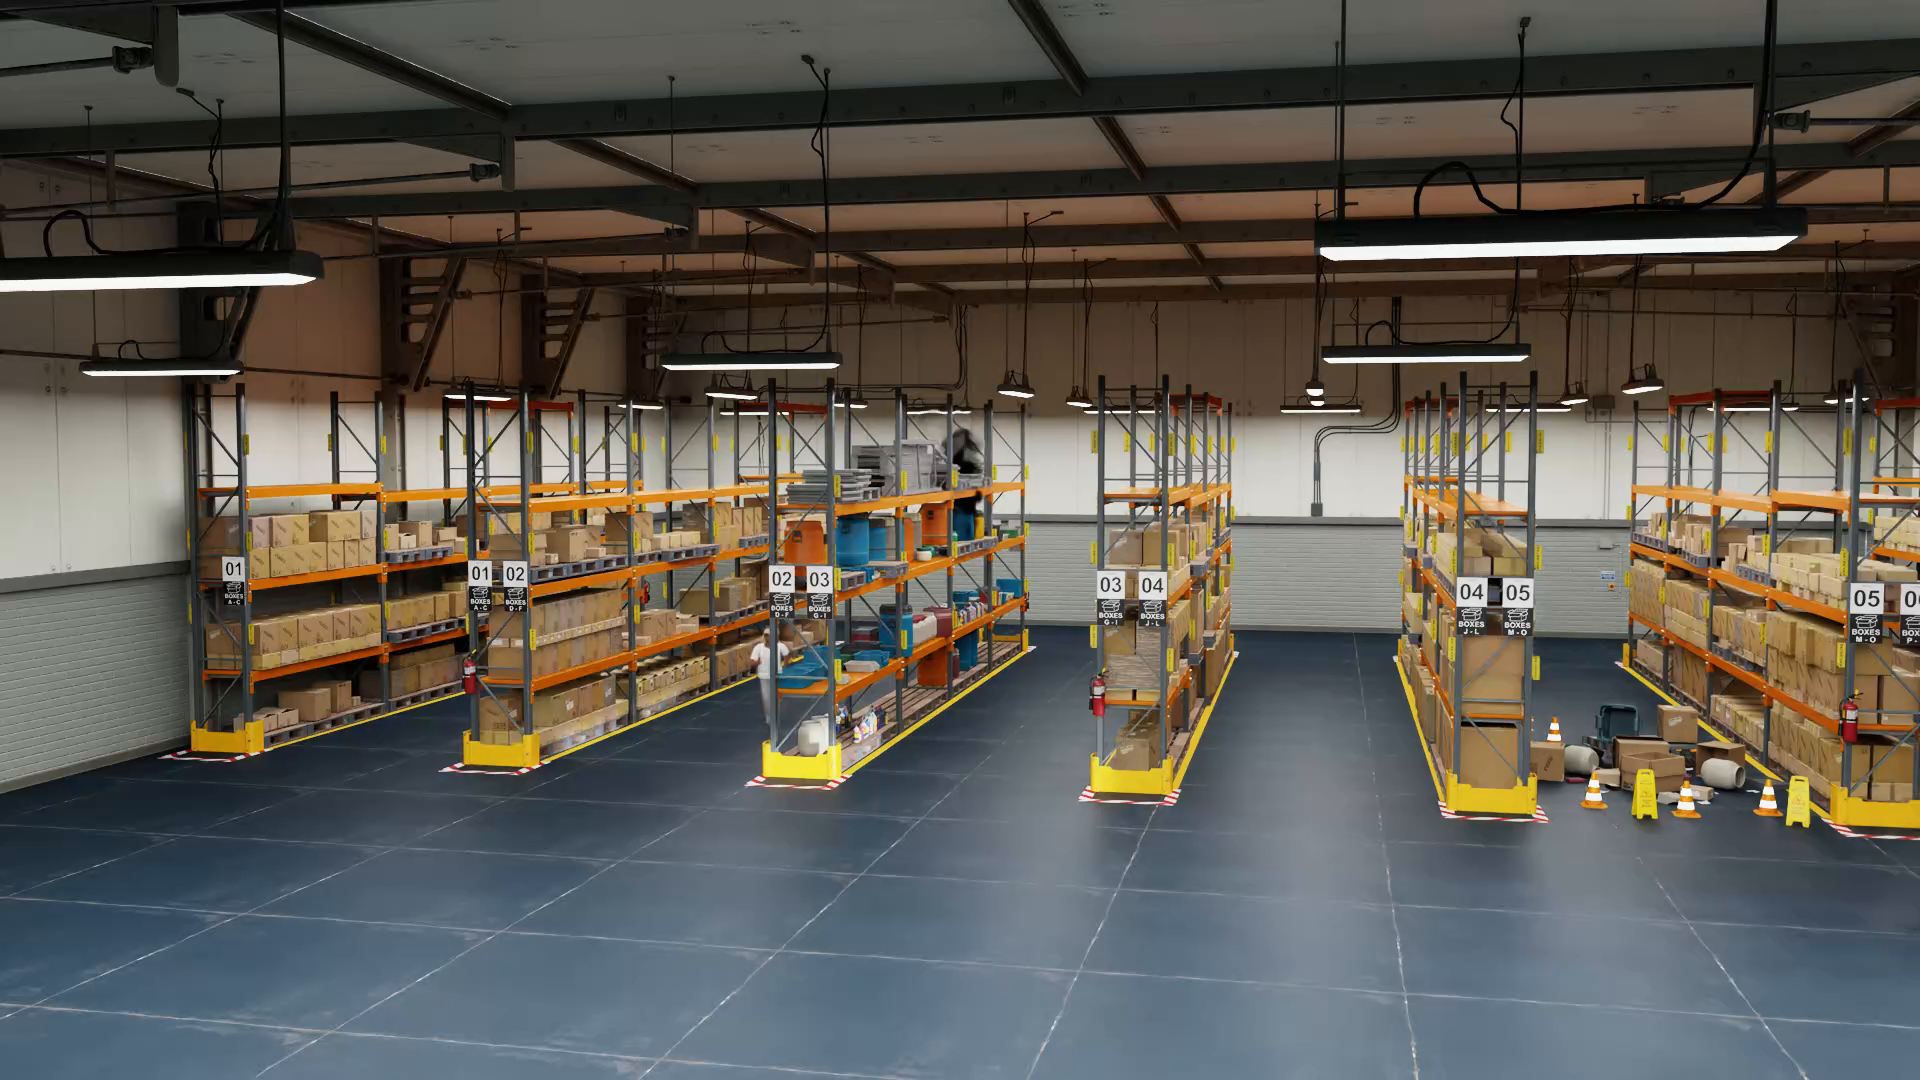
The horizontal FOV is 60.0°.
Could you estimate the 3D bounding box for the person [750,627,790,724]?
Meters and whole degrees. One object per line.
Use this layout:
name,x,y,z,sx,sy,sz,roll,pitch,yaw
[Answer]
person,-3.352,2.445,29.270,0.674,1.823,0.730,0,3,1

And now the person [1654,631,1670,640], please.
person,16.223,1.917,38.395,0.729,1.752,0.915,-3,5,-44
